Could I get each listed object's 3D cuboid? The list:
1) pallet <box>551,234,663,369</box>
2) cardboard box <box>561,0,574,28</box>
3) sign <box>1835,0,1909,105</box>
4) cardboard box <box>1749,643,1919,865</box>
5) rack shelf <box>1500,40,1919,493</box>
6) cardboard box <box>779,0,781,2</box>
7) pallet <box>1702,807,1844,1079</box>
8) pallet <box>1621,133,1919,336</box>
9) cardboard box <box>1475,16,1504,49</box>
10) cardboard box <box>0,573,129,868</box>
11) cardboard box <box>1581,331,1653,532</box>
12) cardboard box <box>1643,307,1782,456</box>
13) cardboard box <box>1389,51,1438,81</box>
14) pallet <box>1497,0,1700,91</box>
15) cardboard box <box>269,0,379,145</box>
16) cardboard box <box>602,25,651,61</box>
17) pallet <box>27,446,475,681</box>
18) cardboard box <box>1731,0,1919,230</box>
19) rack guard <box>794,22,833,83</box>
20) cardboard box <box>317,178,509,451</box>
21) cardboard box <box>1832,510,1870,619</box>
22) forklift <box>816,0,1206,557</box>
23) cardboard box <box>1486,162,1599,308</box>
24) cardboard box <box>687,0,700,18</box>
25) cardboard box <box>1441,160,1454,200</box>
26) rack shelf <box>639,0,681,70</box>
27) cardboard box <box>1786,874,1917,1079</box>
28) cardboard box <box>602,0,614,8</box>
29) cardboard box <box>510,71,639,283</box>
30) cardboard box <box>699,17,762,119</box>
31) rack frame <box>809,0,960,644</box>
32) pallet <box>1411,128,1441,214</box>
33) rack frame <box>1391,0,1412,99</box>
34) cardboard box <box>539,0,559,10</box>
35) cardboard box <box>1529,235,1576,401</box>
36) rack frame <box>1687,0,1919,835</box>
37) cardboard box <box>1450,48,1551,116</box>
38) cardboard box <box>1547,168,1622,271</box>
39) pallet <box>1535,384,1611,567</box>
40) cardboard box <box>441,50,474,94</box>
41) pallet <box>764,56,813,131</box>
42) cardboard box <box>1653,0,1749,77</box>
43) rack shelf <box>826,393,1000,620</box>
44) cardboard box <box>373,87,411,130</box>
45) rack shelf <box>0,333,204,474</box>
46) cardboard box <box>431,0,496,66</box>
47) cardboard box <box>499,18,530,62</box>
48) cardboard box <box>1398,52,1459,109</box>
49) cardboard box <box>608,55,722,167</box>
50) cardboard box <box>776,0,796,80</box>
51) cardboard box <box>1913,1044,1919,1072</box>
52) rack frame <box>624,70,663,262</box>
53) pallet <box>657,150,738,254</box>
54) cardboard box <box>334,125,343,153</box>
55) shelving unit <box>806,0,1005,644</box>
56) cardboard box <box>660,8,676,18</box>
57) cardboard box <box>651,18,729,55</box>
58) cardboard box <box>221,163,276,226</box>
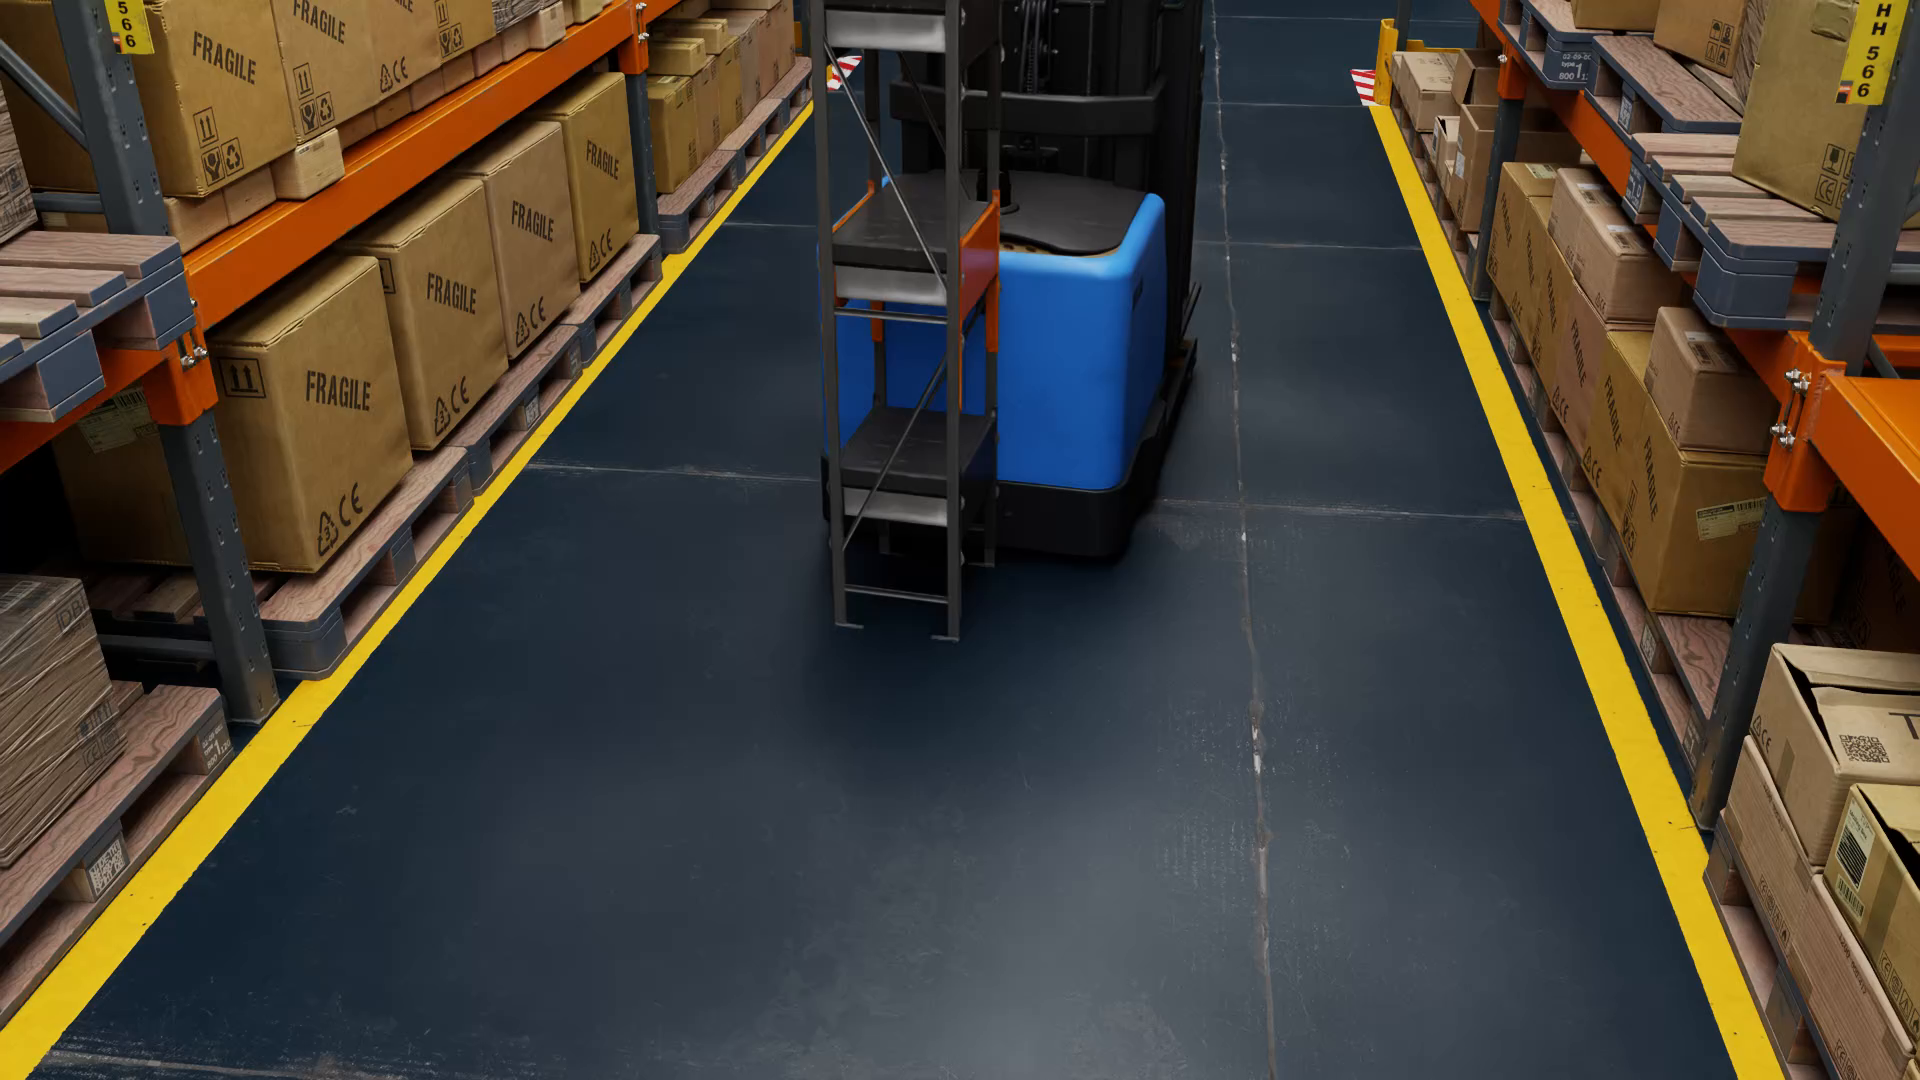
[{"bbox_3d":[-2.017,-1.130,7.625,1.003,0.211,1.213,3,28,6],"label":"pallet"},{"bbox_3d":[-1.842,-2.209,6.931,0.380,0.149,0.250,4,29,8],"label":"cardboard box"},{"bbox_3d":[1.890,-1.058,3.415,0.100,0.325,0.005,3,28,6],"label":"sign"},{"bbox_3d":[2.074,0.452,3.614,0.500,0.311,0.500,4,29,8],"label":"cardboard box"},{"bbox_3d":[2.674,-1.181,5.538,1.077,0.370,4.000,3,28,6],"label":"rack shelf"},{"bbox_3d":[-1.329,-3.572,10.726,0.380,0.149,0.250,3,28,6],"label":"cardboard box"},{"bbox_3d":[2.290,1.057,3.566,1.003,0.211,1.213,3,28,6],"label":"pallet"},{"bbox_3d":[2.443,-0.795,4.265,1.213,0.211,1.003,3,28,6],"label":"pallet"},{"bbox_3d":[3.587,-3.145,10.597,0.500,0.500,0.500,3,28,6],"label":"cardboard box"},{"bbox_3d":[-2.524,0.406,4.005,0.700,0.500,0.500,4,29,7],"label":"cardboard box"},{"bbox_3d":[2.375,-0.347,5.403,0.500,0.500,0.500,2,28,4],"label":"cardboard box"},{"bbox_3d":[2.314,-0.460,4.823,0.500,0.250,0.500,4,29,8],"label":"cardboard box"},{"bbox_3d":[3.017,-3.084,10.853,0.380,0.149,0.250,3,28,6],"label":"cardboard box"},{"bbox_3d":[2.713,-1.985,6.474,1.003,0.211,1.213,3,28,6],"label":"pallet"},{"bbox_3d":[-2.101,-1.486,4.906,0.500,0.500,0.500,4,29,8],"label":"cardboard box"},{"bbox_3d":[-1.925,-2.757,9.213,0.380,0.149,0.250,2,28,5],"label":"cardboard box"},{"bbox_3d":[-2.316,0.018,5.493,1.003,0.211,1.213,3,28,6],"label":"pallet"},{"bbox_3d":[2.395,-1.088,4.059,0.700,0.500,0.500,-6,29,-11],"label":"cardboard box"},{"bbox_3d":[-1.504,-3.519,11.755,1.175,0.500,0.348,3,28,6],"label":"rack guard"},{"bbox_3d":[-2.154,-0.831,5.954,0.750,0.750,0.750,3,28,6],"label":"cardboard box"},{"bbox_3d":[2.827,-0.094,4.933,0.500,0.500,0.500,2,28,4],"label":"cardboard box"},{"bbox_3d":[0.381,-1.917,6.217,1.130,2.935,3.031,7,29,12],"label":"forklift"},{"bbox_3d":[2.618,-1.319,7.207,0.500,0.500,0.500,2,28,4],"label":"cardboard box"},{"bbox_3d":[-1.800,-3.237,10.105,0.380,0.149,0.250,4,29,7],"label":"cardboard box"},{"bbox_3d":[2.694,-1.842,8.549,0.380,0.149,0.250,3,28,6],"label":"cardboard box"},{"bbox_3d":[-1.752,-3.350,9.564,1.077,0.370,4.000,3,28,6],"label":"rack shelf"},{"bbox_3d":[2.013,0.935,3.307,0.500,0.250,0.500,3,28,5],"label":"cardboard box"},{"bbox_3d":[-1.758,-2.448,7.375,0.380,0.149,0.250,4,29,7],"label":"cardboard box"},{"bbox_3d":[-1.948,-1.650,7.474,0.750,0.750,0.750,4,29,7],"label":"cardboard box"},{"bbox_3d":[-1.616,-2.885,10.135,0.700,0.500,0.500,2,28,5],"label":"cardboard box"},{"bbox_3d":[-0.197,-0.630,4.705,0.400,2.100,0.015,7,29,12],"label":"rack frame"},{"bbox_3d":[3.151,-2.111,9.445,1.003,0.211,1.213,3,28,6],"label":"pallet"},{"bbox_3d":[3.409,-4.322,10.610,1.000,3.000,0.127,3,28,6],"label":"rack frame"},{"bbox_3d":[-1.857,-2.436,6.670,0.500,0.500,0.500,4,29,7],"label":"cardboard box"},{"bbox_3d":[2.495,-0.832,6.304,0.500,0.500,0.500,4,29,7],"label":"cardboard box"},{"bbox_3d":[2.429,-0.556,3.620,1.000,3.000,0.127,3,28,6],"label":"rack frame"},{"bbox_3d":[3.144,-2.419,9.245,0.797,0.503,0.637,3,28,6],"label":"cardboard box"},{"bbox_3d":[2.496,-1.178,6.156,0.500,0.250,0.500,3,29,6],"label":"cardboard box"},{"bbox_3d":[2.710,-0.251,5.993,1.003,0.211,1.213,3,28,6],"label":"pallet"},{"bbox_3d":[-2.001,-1.728,6.039,0.380,0.149,0.250,4,29,8],"label":"cardboard box"},{"bbox_3d":[-1.528,-3.000,11.095,1.003,0.211,1.213,3,28,6],"label":"pallet"},{"bbox_3d":[2.764,-1.833,5.441,0.700,0.500,0.500,-4,29,-7],"label":"cardboard box"},{"bbox_3d":[-0.138,-0.114,5.252,0.431,0.518,0.480,7,29,12],"label":"rack shelf"},{"bbox_3d":[-2.087,-1.489,5.596,0.380,0.149,0.250,4,29,7],"label":"cardboard box"},{"bbox_3d":[-2.733,0.416,2.574,1.077,0.370,4.000,3,28,6],"label":"rack shelf"},{"bbox_3d":[-1.983,-1.965,5.795,0.500,0.500,0.500,4,29,8],"label":"cardboard box"},{"bbox_3d":[-1.912,-1.970,6.487,0.380,0.149,0.250,3,28,6],"label":"cardboard box"},{"bbox_3d":[3.000,-2.830,10.276,0.500,0.250,0.500,3,28,6],"label":"cardboard box"},{"bbox_3d":[-1.739,-2.392,9.220,0.700,0.500,0.500,3,28,6],"label":"cardboard box"},{"bbox_3d":[-1.494,-3.357,11.012,0.700,0.500,0.500,3,28,6],"label":"cardboard box"},{"bbox_3d":[1.953,0.940,2.708,0.500,0.311,0.500,3,28,5],"label":"cardboard box"},{"bbox_3d":[-1.997,-2.725,7.646,1.000,3.000,0.127,3,28,6],"label":"rack frame"},{"bbox_3d":[-1.827,-1.851,8.963,1.003,0.211,1.213,3,28,6],"label":"pallet"},{"bbox_3d":[-2.153,-1.246,5.144,0.380,0.149,0.250,3,28,6],"label":"cardboard box"},{"bbox_3d":[-0.137,-0.742,4.913,0.431,2.100,0.503,7,29,12],"label":"shelving unit"},{"bbox_3d":[-1.862,-2.997,9.660,0.380,0.149,0.250,3,28,5],"label":"cardboard box"},{"bbox_3d":[-1.517,-2.838,9.363,0.380,0.149,0.250,3,28,5],"label":"cardboard box"},{"bbox_3d":[-2.178,-1.000,4.688,0.380,0.149,0.250,4,29,7],"label":"cardboard box"}]
